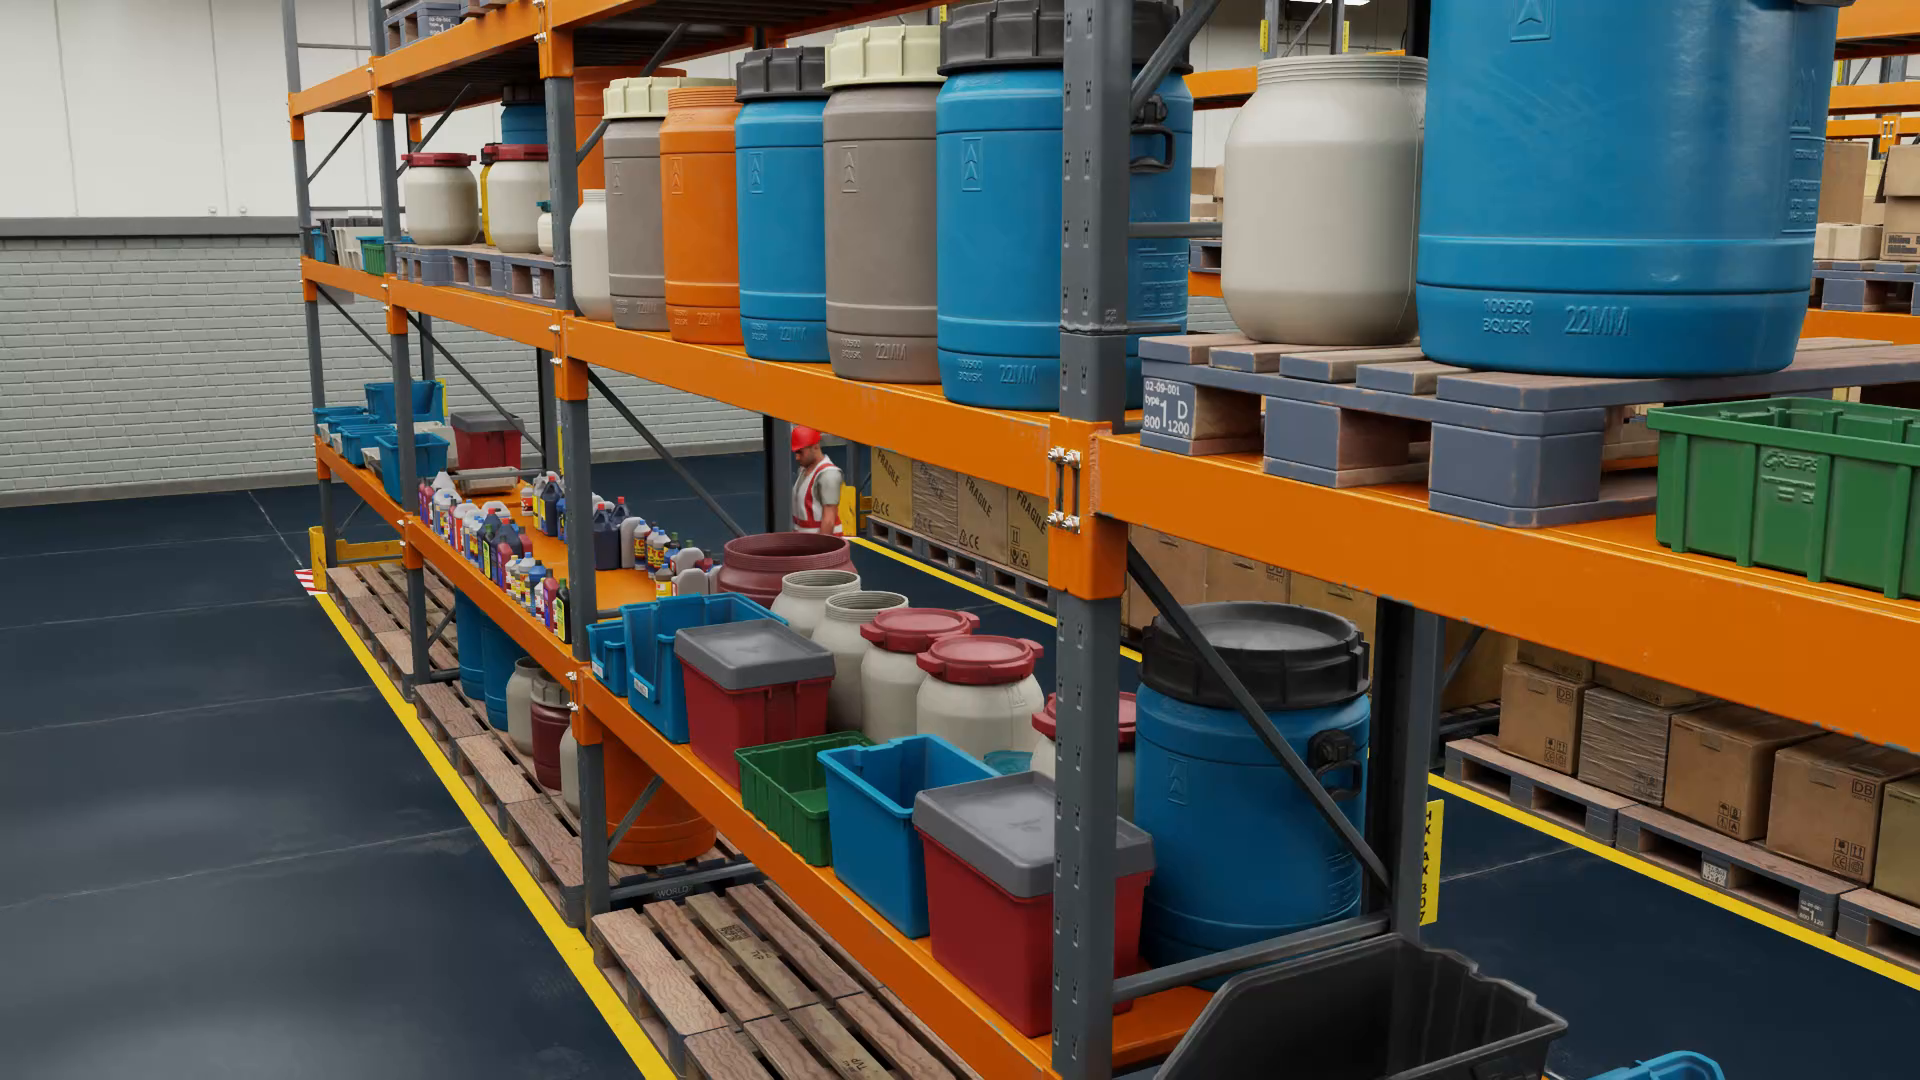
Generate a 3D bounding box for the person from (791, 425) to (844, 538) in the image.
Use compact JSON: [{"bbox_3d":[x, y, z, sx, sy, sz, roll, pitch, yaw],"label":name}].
[{"bbox_3d":[-1.031,0.059,11.663,0.400,1.762,0.534,-6,13,-27],"label":"person"}]
